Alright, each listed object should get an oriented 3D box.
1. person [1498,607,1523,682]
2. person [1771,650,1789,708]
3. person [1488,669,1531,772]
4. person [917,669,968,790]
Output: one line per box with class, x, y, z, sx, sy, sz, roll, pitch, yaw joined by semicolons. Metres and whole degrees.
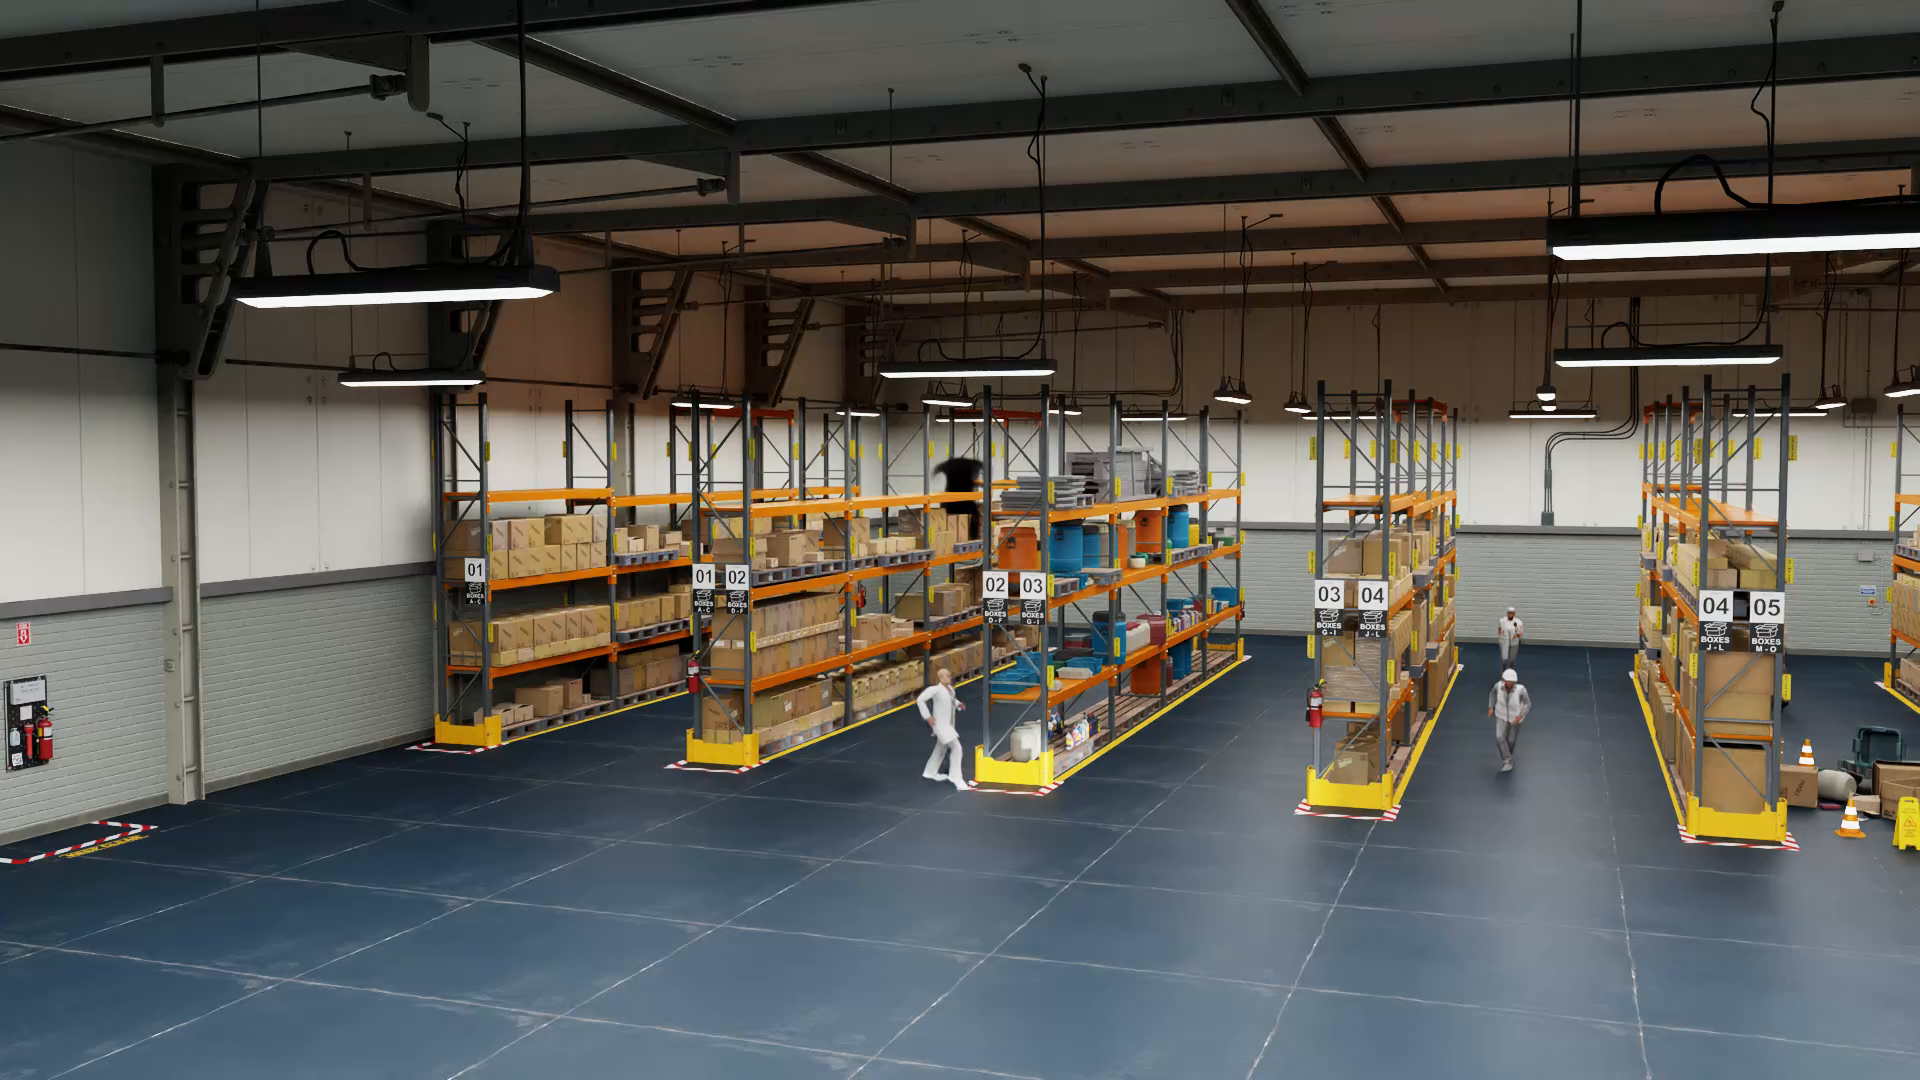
person;11.905;2.281;35.975;0.494;1.684;0.789;1;3;11
person;15.852;2.545;32.305;0.640;1.508;1.136;0;3;-4
person;8.656;2.786;26.163;0.665;1.619;1.108;1;3;24
person;-0.290;2.811;24.646;0.789;1.831;0.793;1;3;25
